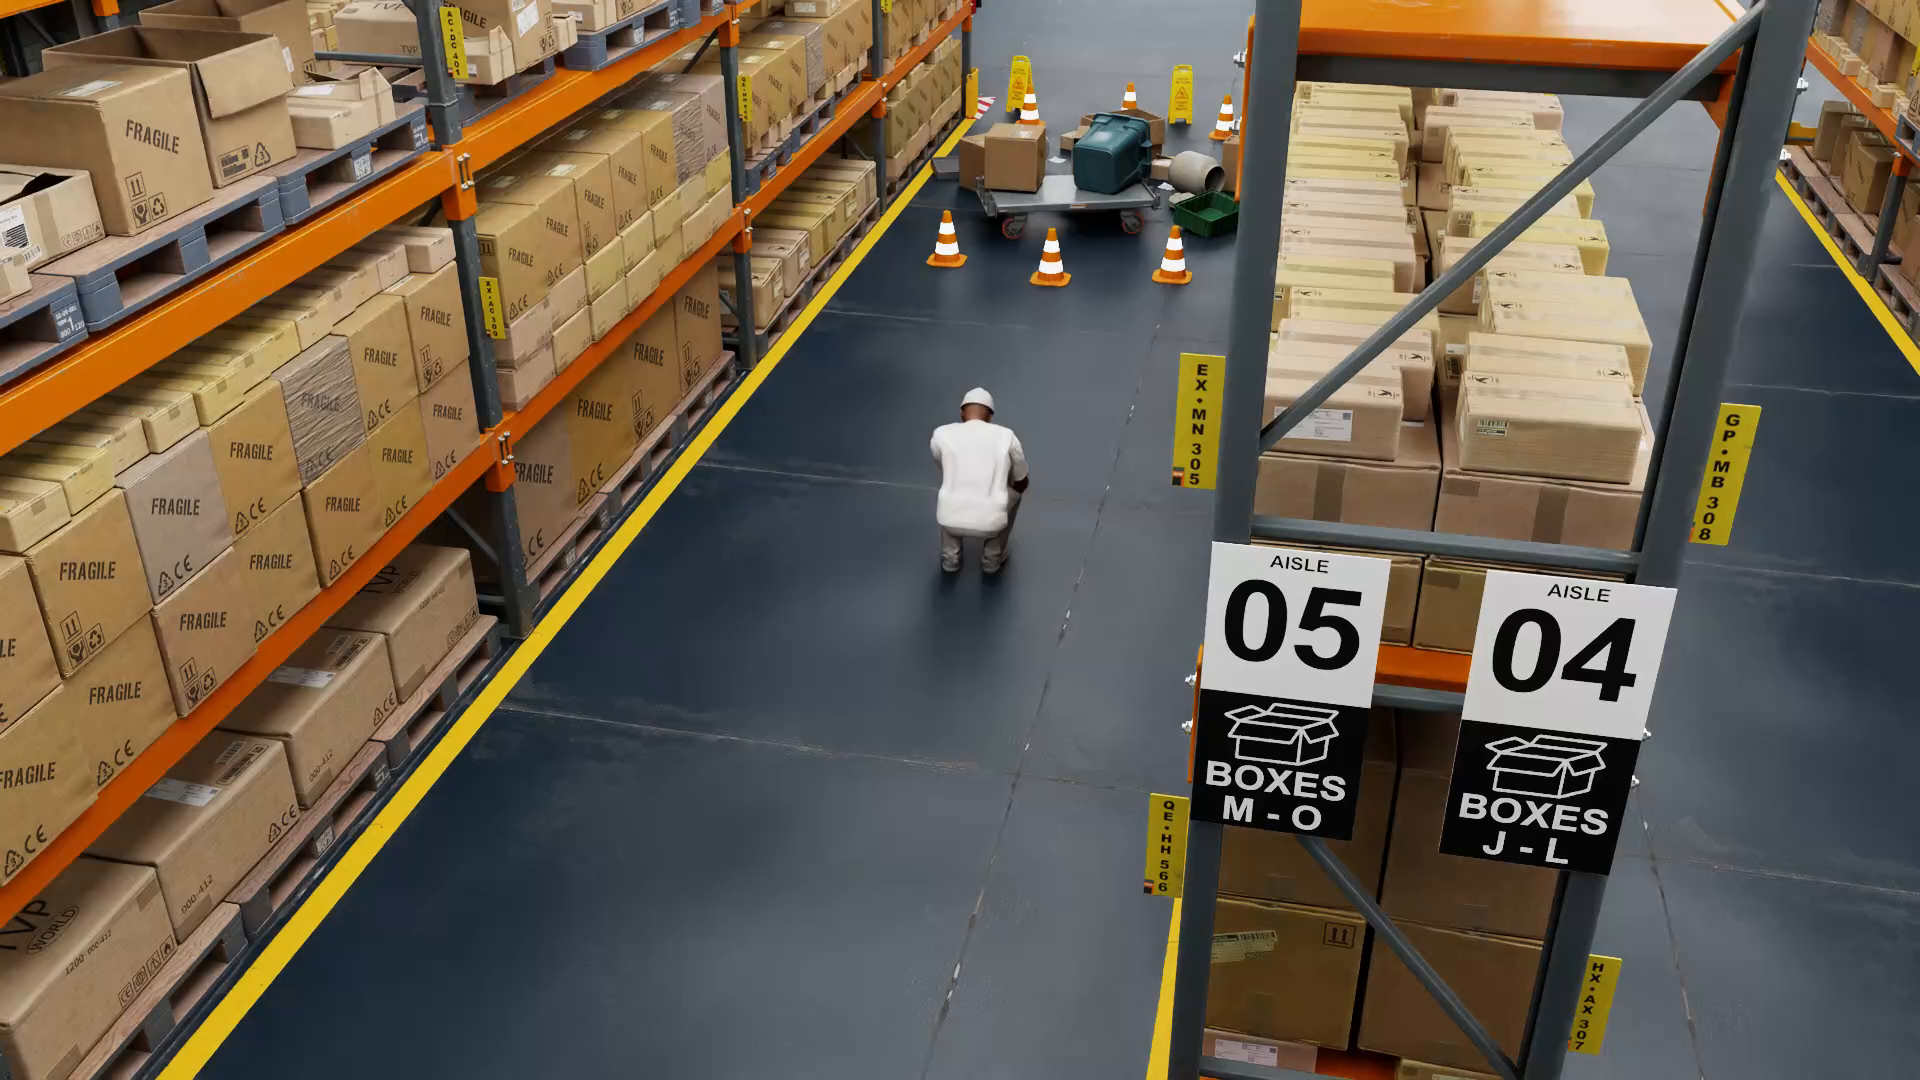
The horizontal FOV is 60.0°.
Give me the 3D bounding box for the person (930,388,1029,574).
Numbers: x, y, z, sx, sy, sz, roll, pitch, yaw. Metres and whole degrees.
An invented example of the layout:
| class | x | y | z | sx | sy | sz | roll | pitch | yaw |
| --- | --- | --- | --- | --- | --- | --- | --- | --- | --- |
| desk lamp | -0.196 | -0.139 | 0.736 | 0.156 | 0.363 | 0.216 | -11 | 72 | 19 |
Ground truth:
| class | x | y | z | sx | sy | sz | roll | pitch | yaw |
| --- | --- | --- | --- | --- | --- | --- | --- | --- | --- |
| person | 0.101 | -0.352 | 10.052 | 0.589 | 0.999 | 0.871 | 6 | 29 | 10 |
